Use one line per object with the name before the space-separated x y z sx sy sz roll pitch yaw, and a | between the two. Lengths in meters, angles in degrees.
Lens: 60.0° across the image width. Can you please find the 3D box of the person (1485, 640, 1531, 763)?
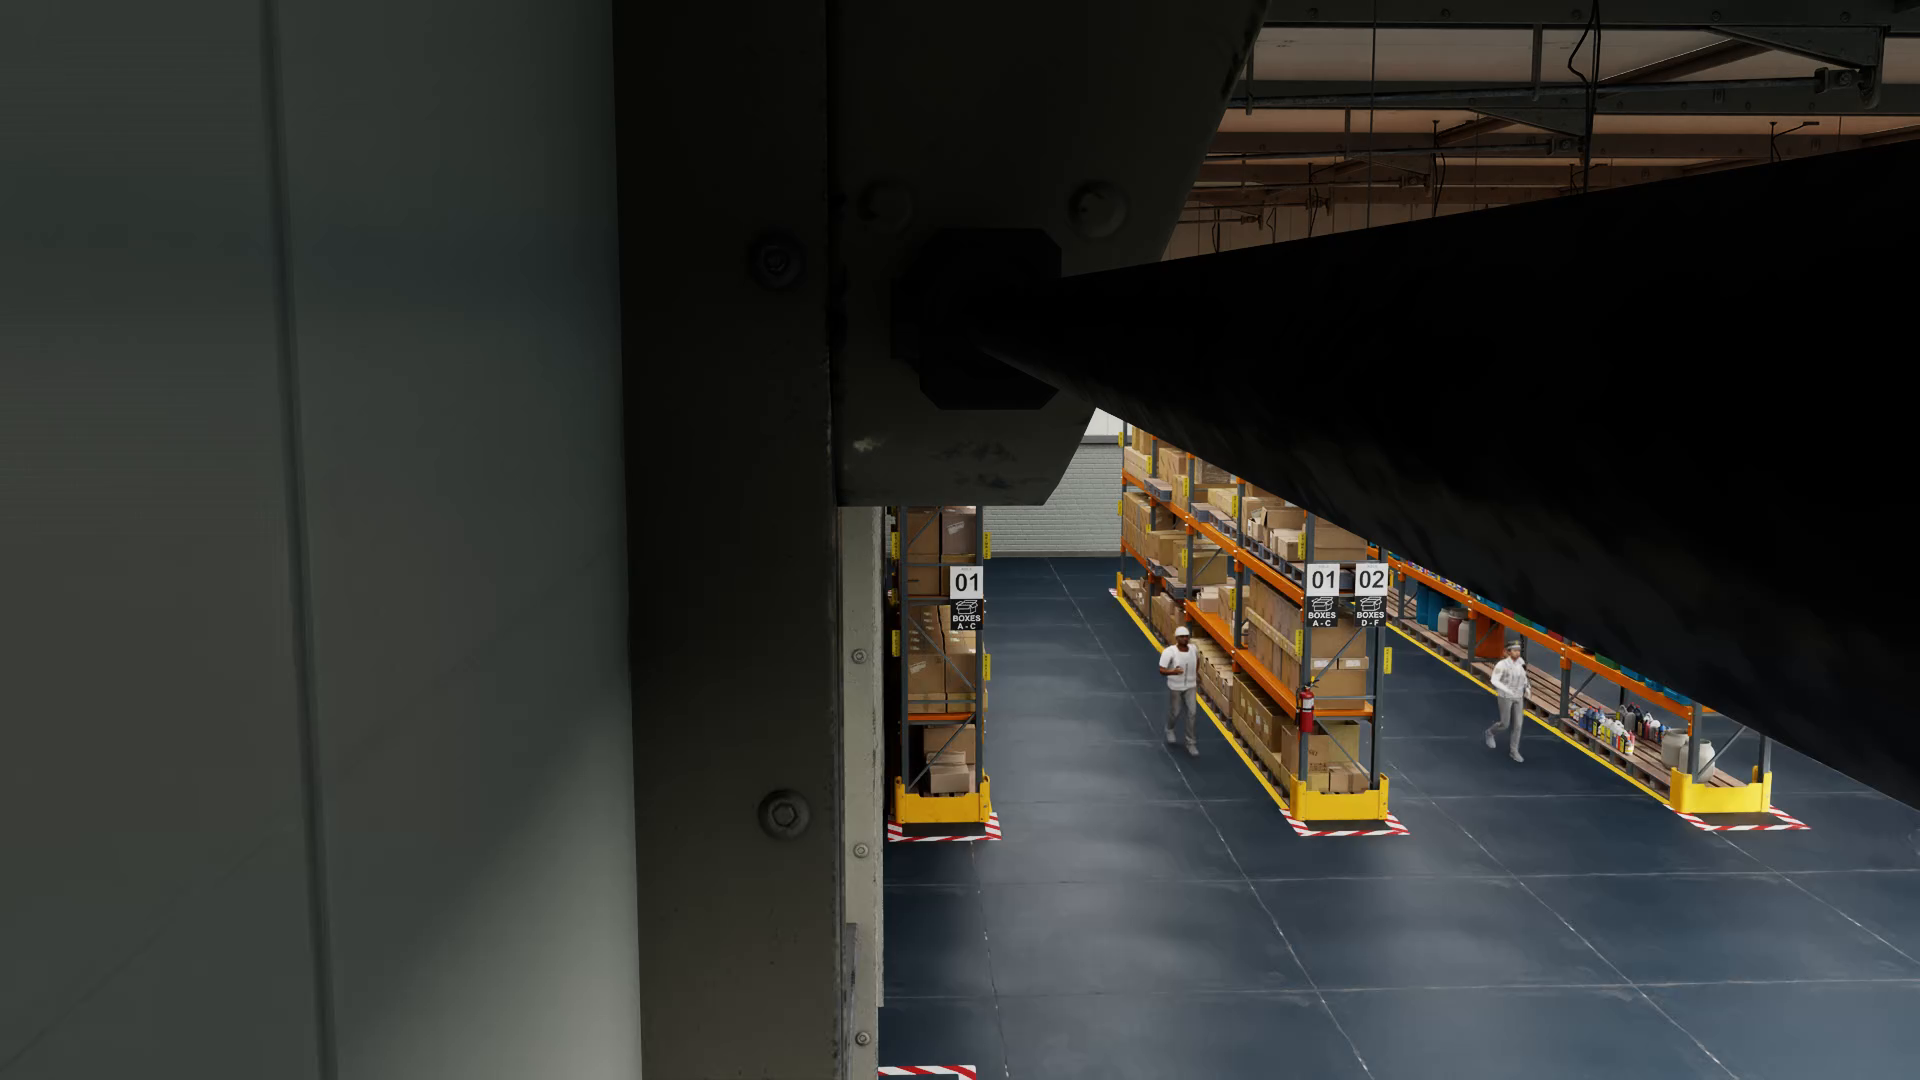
person | 7.749 2.225 23.444 0.642 1.692 0.760 -2 8 -16

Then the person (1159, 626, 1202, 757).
person | 3.156 2.106 23.695 0.690 1.774 0.912 -2 8 -12
